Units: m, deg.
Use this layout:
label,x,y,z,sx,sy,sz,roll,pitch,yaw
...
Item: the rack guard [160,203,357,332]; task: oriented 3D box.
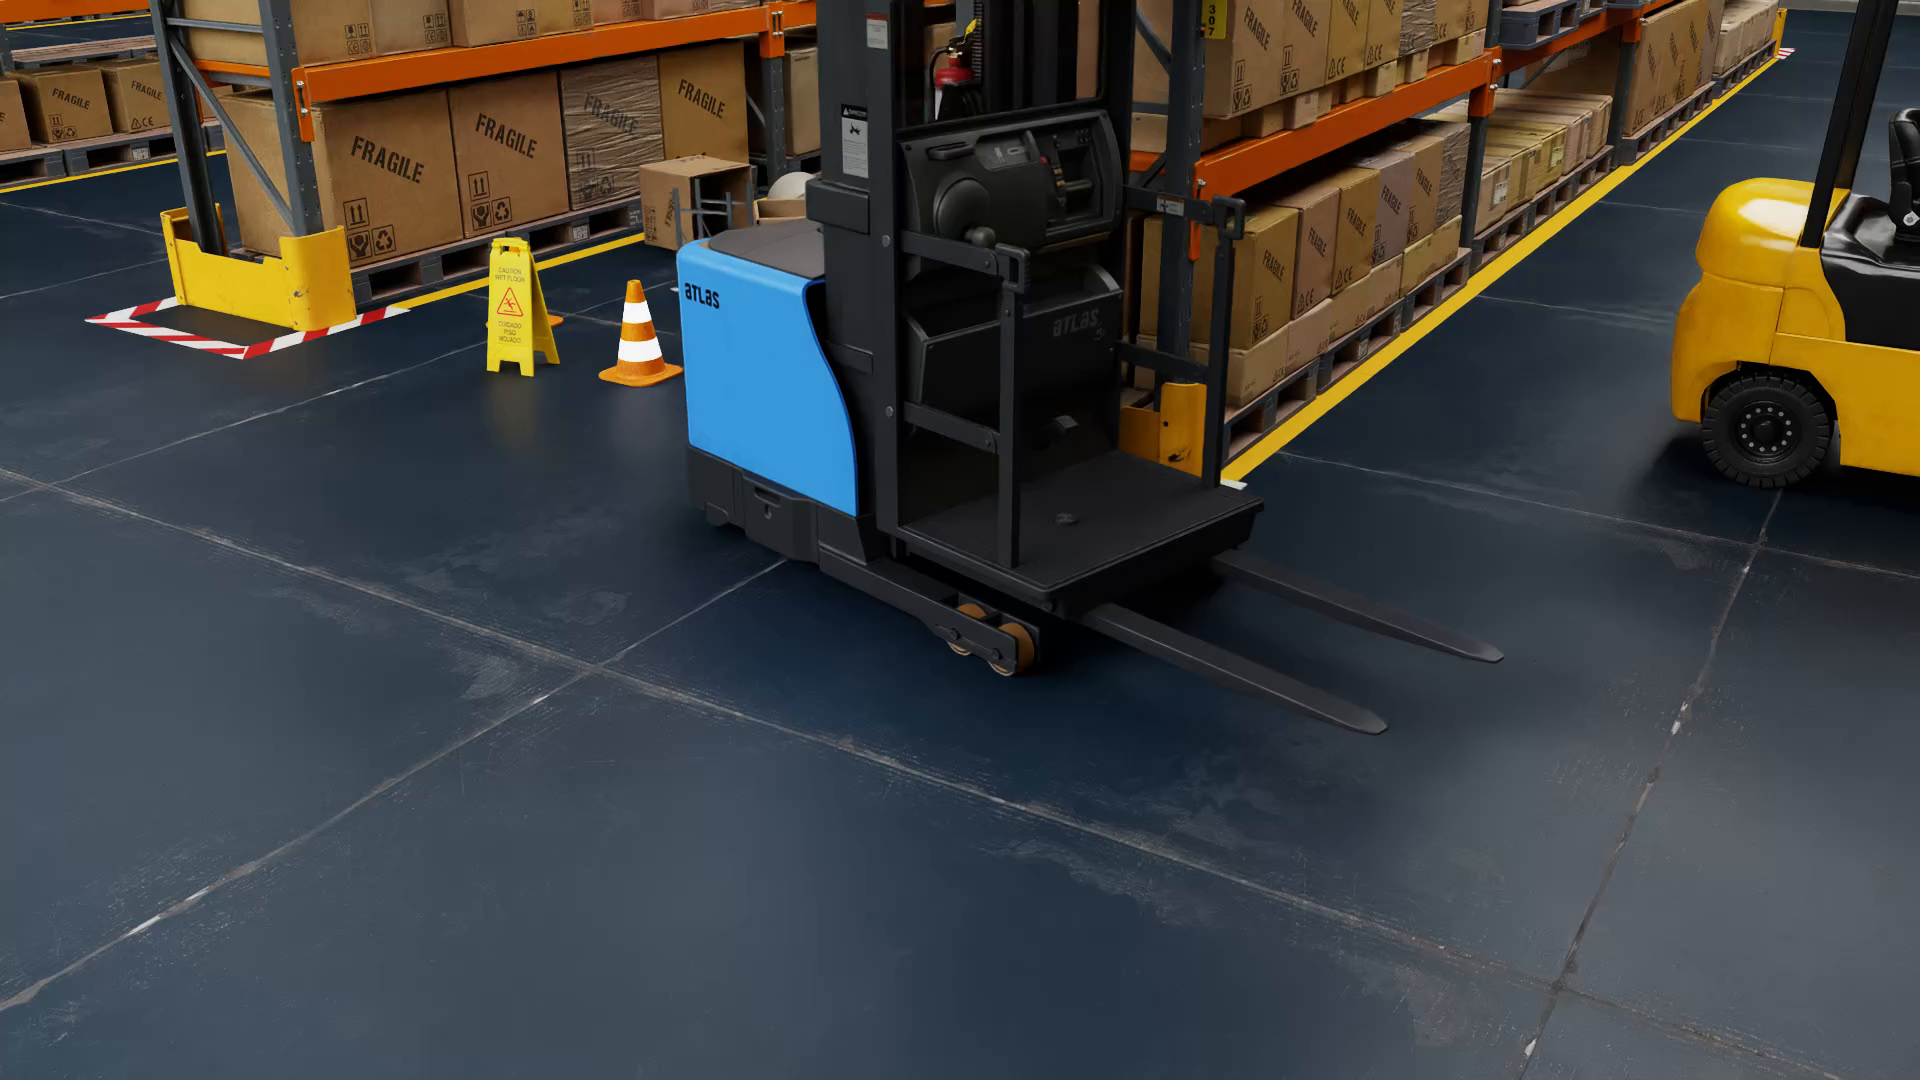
label,x,y,z,sx,sy,sz,roll,pitch,yaw
rack guard,-3.836,-1.501,9.087,1.175,0.500,0.348,14,27,29

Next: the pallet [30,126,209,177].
label,x,y,z,sx,sy,sz,roll,pitch,yaw
pallet,-6.841,-3.152,13.266,1.003,0.211,1.213,14,27,29

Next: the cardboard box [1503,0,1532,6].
label,x,y,z,sx,sy,sz,roll,pitch,yaw
cardboard box,3.105,-3.200,9.655,0.380,0.149,0.250,14,27,30

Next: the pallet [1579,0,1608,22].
label,x,y,z,sx,sy,sz,roll,pitch,yaw
pallet,3.646,-3.588,11.004,1.003,0.211,1.213,14,27,29

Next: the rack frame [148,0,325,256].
label,x,y,z,sx,sy,sz,roll,pitch,yaw
rack frame,-3.823,-2.656,8.609,1.000,3.000,0.127,14,27,29

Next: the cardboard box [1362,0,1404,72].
label,x,y,z,sx,sy,sz,roll,pitch,yaw
cardboard box,1.720,-2.458,7.652,0.500,0.500,0.500,13,27,28

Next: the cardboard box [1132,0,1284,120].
label,x,y,z,sx,sy,sz,roll,pitch,yaw
cardboard box,0.921,-1.937,6.448,0.500,0.500,0.500,13,27,28

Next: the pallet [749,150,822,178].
label,x,y,z,sx,sy,sz,roll,pitch,yaw
pallet,-1.370,-3.002,12.920,1.003,0.211,1.213,14,27,29

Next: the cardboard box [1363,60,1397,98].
label,x,y,z,sx,sy,sz,roll,pitch,yaw
cardboard box,1.836,-2.197,7.865,0.380,0.149,0.250,14,27,29

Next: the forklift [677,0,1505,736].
label,x,y,z,sx,sy,sz,roll,pitch,yaw
forklift,0.328,-1.145,5.206,1.130,2.935,3.031,-21,31,-39

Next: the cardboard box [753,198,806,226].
label,x,y,z,sx,sy,sz,roll,pitch,yaw
cardboard box,-0.789,-1.630,9.383,0.797,0.503,0.637,-3,24,-7

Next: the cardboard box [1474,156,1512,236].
label,x,y,z,sx,sy,sz,roll,pitch,yaw
cardboard box,2.820,-2.167,10.259,0.950,0.372,0.625,14,27,30

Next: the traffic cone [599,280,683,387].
label,x,y,z,sx,sy,sz,roll,pitch,yaw
traffic cone,-1.556,-1.022,8.028,0.336,0.463,0.334,14,27,29

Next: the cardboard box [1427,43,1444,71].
label,x,y,z,sx,sy,sz,roll,pitch,yaw
cardboard box,2.305,-2.558,8.699,0.380,0.149,0.250,14,27,29

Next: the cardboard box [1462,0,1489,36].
label,x,y,z,sx,sy,sz,roll,pitch,yaw
cardboard box,2.522,-2.983,8.865,0.500,0.500,0.500,13,27,28

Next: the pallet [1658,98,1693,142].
label,x,y,z,sx,sy,sz,roll,pitch,yaw
pallet,5.779,-3.733,14.608,1.003,0.211,1.213,14,27,29

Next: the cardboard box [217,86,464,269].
label,x,y,z,sx,sy,sz,roll,pitch,yaw
cardboard box,-3.522,-2.116,9.509,0.875,0.875,0.875,14,27,29

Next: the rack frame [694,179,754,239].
label,x,y,z,sx,sy,sz,roll,pitch,yaw
rack frame,-0.911,-0.841,6.676,0.240,1.200,0.006,7,24,17

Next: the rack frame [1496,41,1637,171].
label,x,y,z,sx,sy,sz,roll,pitch,yaw
rack frame,4.655,-4.353,12.529,1.000,3.000,0.127,14,27,29

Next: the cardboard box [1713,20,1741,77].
label,x,y,z,sx,sy,sz,roll,pitch,yaw
cardboard box,7.188,-4.909,16.511,0.875,0.438,0.875,13,27,28

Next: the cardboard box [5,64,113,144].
label,x,y,z,sx,sy,sz,roll,pitch,yaw
cardboard box,-7.008,-3.398,12.943,0.500,0.500,0.500,17,29,34

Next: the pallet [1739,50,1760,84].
label,x,y,z,sx,sy,sz,roll,pitch,yaw
pallet,7.875,-5.077,17.711,1.003,0.211,1.213,14,27,29

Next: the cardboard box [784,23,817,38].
label,x,y,z,sx,sy,sz,roll,pitch,yaw
cardboard box,-0.950,-3.719,13.369,1.050,0.750,0.750,14,27,29

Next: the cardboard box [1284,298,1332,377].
label,x,y,z,sx,sy,sz,roll,pitch,yaw
cardboard box,1.371,-0.969,7.644,0.500,0.250,0.500,15,28,31

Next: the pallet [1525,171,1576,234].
label,x,y,z,sx,sy,sz,roll,pitch,yaw
pallet,3.597,-2.399,11.527,1.003,0.211,1.213,14,27,29

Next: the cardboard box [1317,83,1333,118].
label,x,y,z,sx,sy,sz,roll,pitch,yaw
cardboard box,1.401,-1.940,7.271,0.380,0.149,0.250,15,27,30

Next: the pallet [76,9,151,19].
label,x,y,z,sx,sy,sz,roll,pitch,yaw
pallet,-11.752,-7.471,23.242,1.003,0.211,1.213,14,27,29

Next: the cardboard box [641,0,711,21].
label,x,y,z,sx,sy,sz,roll,pitch,yaw
cardboard box,-2.169,-3.757,10.965,0.875,0.550,0.550,14,27,29

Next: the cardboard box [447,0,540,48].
label,x,y,z,sx,sy,sz,roll,pitch,yaw
cardboard box,-2.992,-3.212,9.706,0.875,0.550,0.550,14,27,29

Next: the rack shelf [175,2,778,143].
label,x,y,z,sx,sy,sz,roll,pitch,yaw
rack shelf,-2.768,-3.001,10.311,1.077,0.370,4.000,14,27,29

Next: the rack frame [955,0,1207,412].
label,x,y,z,sx,sy,sz,roll,pitch,yaw
rack frame,0.435,-1.653,6.292,1.000,3.000,0.127,14,27,29

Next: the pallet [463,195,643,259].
label,x,y,z,sx,sy,sz,roll,pitch,yaw
pallet,-2.824,-2.073,10.772,1.003,0.211,1.213,14,27,29

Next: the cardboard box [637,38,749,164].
label,x,y,z,sx,sy,sz,roll,pitch,yaw
cardboard box,-2.105,-3.026,11.610,0.875,0.875,0.875,14,27,30

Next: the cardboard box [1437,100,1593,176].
label,x,y,z,sx,sy,sz,roll,pitch,yaw
cardboard box,3.966,-2.900,11.953,0.950,0.372,0.625,13,27,28

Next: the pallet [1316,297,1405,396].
label,x,y,z,sx,sy,sz,roll,pitch,yaw
pallet,1.578,-1.076,8.469,1.003,0.211,1.213,14,27,29

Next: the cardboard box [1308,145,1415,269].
label,x,y,z,sx,sy,sz,roll,pitch,yaw
cardboard box,1.926,-1.677,8.337,0.500,0.500,0.500,15,28,32

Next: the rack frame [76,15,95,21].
label,x,y,z,sx,sy,sz,roll,pitch,yaw
rack frame,-12.178,-8.507,22.125,1.000,3.000,0.127,14,27,29

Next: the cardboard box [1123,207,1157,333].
label,x,y,z,sx,sy,sz,roll,pitch,yaw
cardboard box,0.636,-1.253,7.357,0.500,0.500,0.500,14,27,29

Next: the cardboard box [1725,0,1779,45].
label,x,y,z,sx,sy,sz,roll,pitch,yaw
cardboard box,8.612,-5.826,18.629,0.875,0.438,0.875,13,27,27

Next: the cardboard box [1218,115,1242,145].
label,x,y,z,sx,sy,sz,roll,pitch,yaw
cardboard box,0.911,-1.697,6.710,0.380,0.149,0.250,14,27,30

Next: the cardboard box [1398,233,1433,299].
label,x,y,z,sx,sy,sz,roll,pitch,yaw
cardboard box,2.189,-1.496,8.862,0.500,0.250,0.500,13,27,28

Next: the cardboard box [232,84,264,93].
label,x,y,z,sx,sy,sz,roll,pitch,yaw
cardboard box,-6.119,-3.998,14.328,0.500,0.500,0.500,13,27,27

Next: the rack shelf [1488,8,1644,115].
label,x,y,z,sx,sy,sz,roll,pitch,yaw
rack shelf,3.600,-3.348,11.113,1.077,0.370,4.000,14,27,29

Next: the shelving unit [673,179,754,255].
label,x,y,z,sx,sy,sz,roll,pitch,yaw
shelving unit,-0.939,-0.806,6.596,0.258,1.200,0.189,7,24,17

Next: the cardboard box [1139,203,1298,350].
label,x,y,z,sx,sy,sz,roll,pitch,yaw
cardboard box,1.108,-1.150,7.120,0.500,0.500,0.500,13,27,27

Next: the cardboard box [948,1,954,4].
label,x,y,z,sx,sy,sz,roll,pitch,yaw
cardboard box,-0.294,-7.807,22.655,0.875,0.875,0.875,14,27,29

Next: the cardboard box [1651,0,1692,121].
label,x,y,z,sx,sy,sz,roll,pitch,yaw
cardboard box,5.564,-4.086,14.059,0.875,0.875,0.875,14,27,30
